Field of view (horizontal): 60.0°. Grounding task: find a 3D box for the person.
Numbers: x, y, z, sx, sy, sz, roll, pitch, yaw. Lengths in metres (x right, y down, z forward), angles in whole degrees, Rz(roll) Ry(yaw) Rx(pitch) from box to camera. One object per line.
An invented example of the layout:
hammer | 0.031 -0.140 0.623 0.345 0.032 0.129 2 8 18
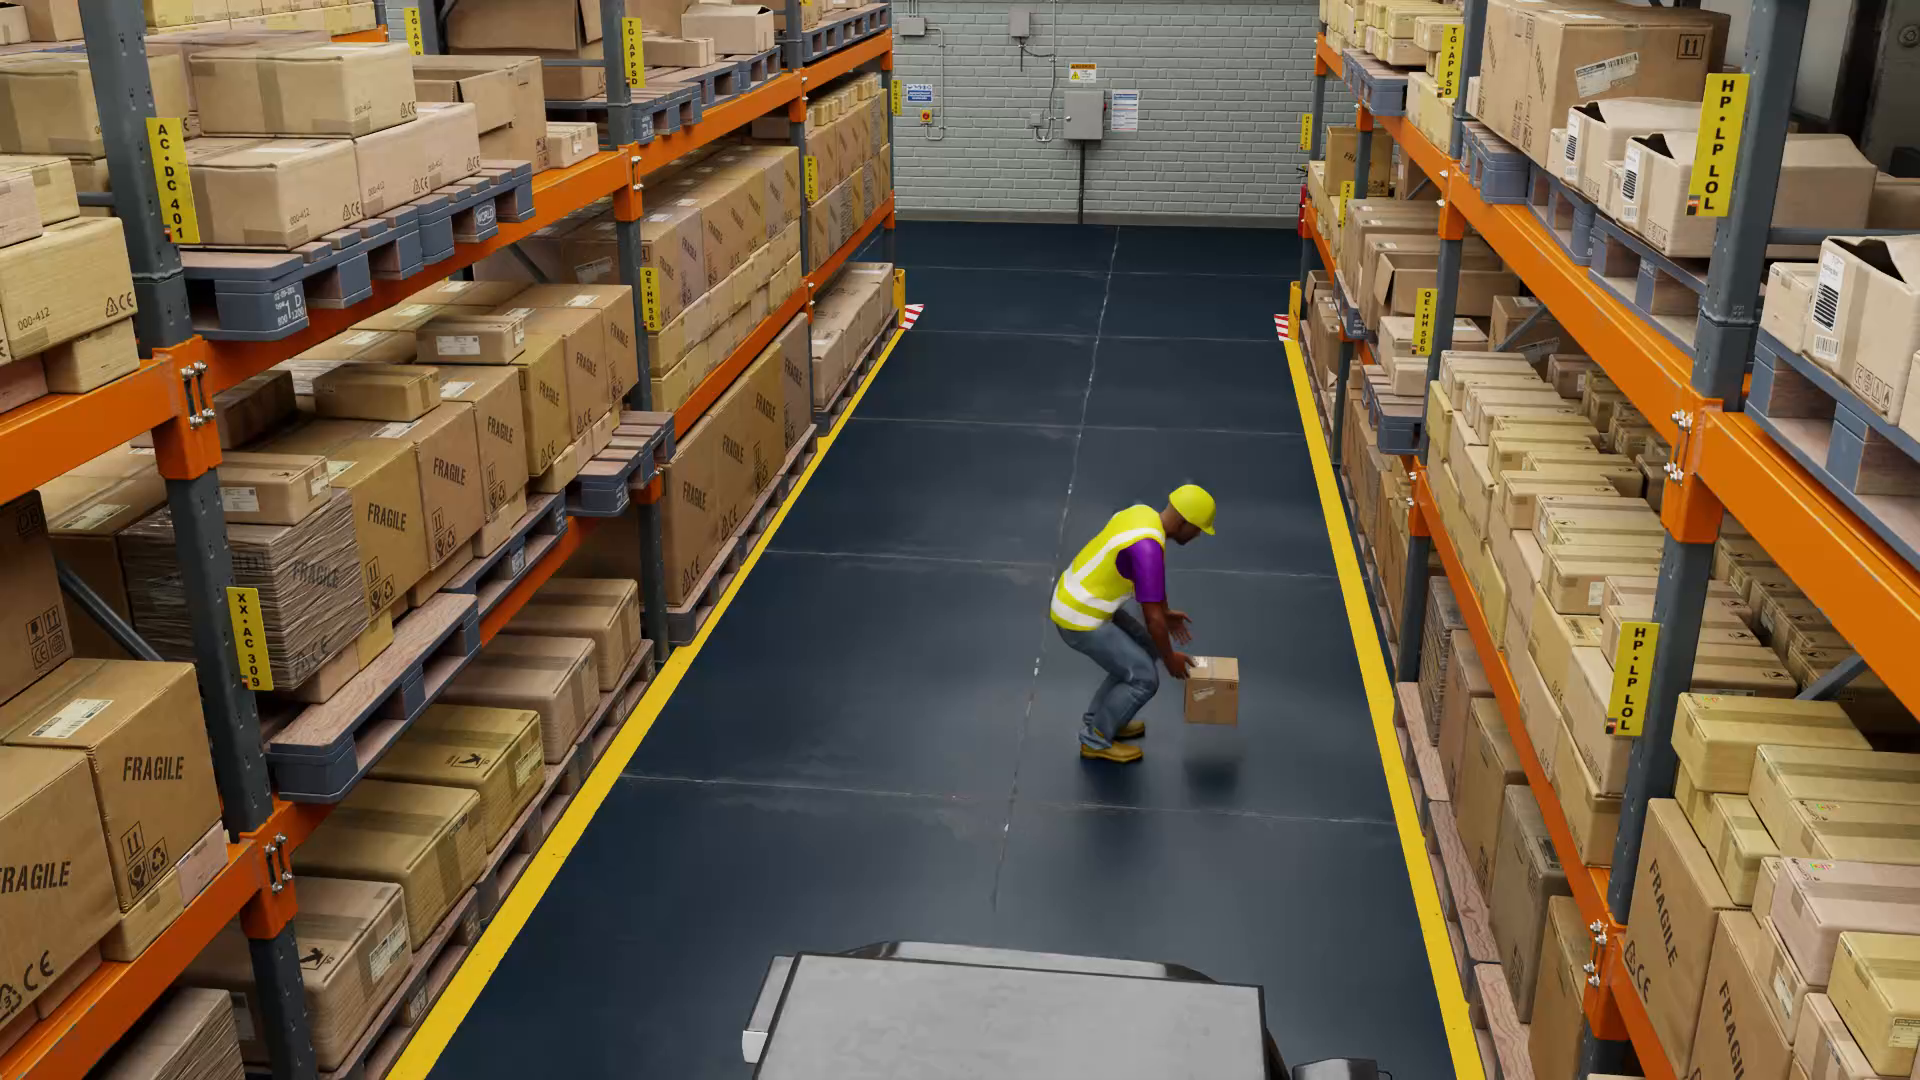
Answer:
person | 0.830 0.371 8.129 0.777 1.376 0.632 2 21 6
